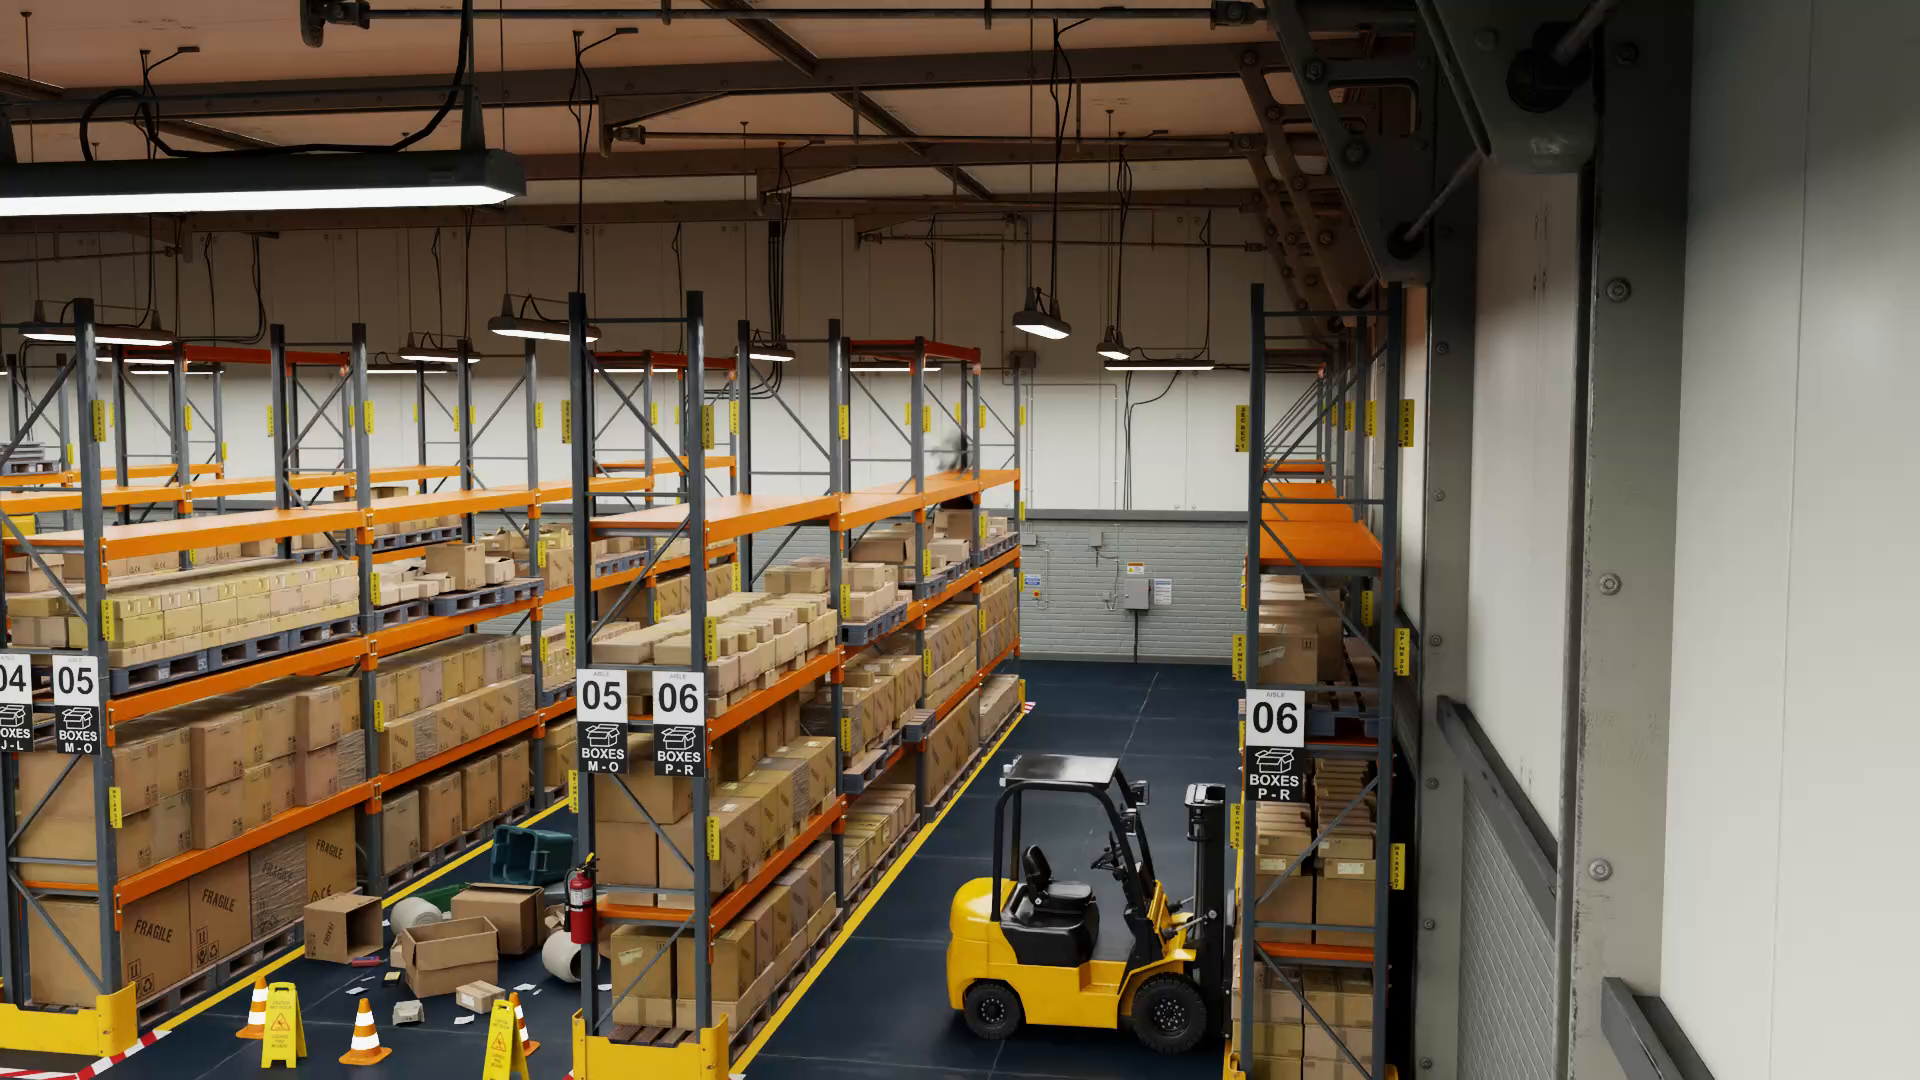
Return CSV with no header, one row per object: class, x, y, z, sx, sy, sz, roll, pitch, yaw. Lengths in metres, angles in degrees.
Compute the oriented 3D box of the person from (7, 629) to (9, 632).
person,-17.303,1.931,30.409,0.600,1.610,0.575,0,5,0
